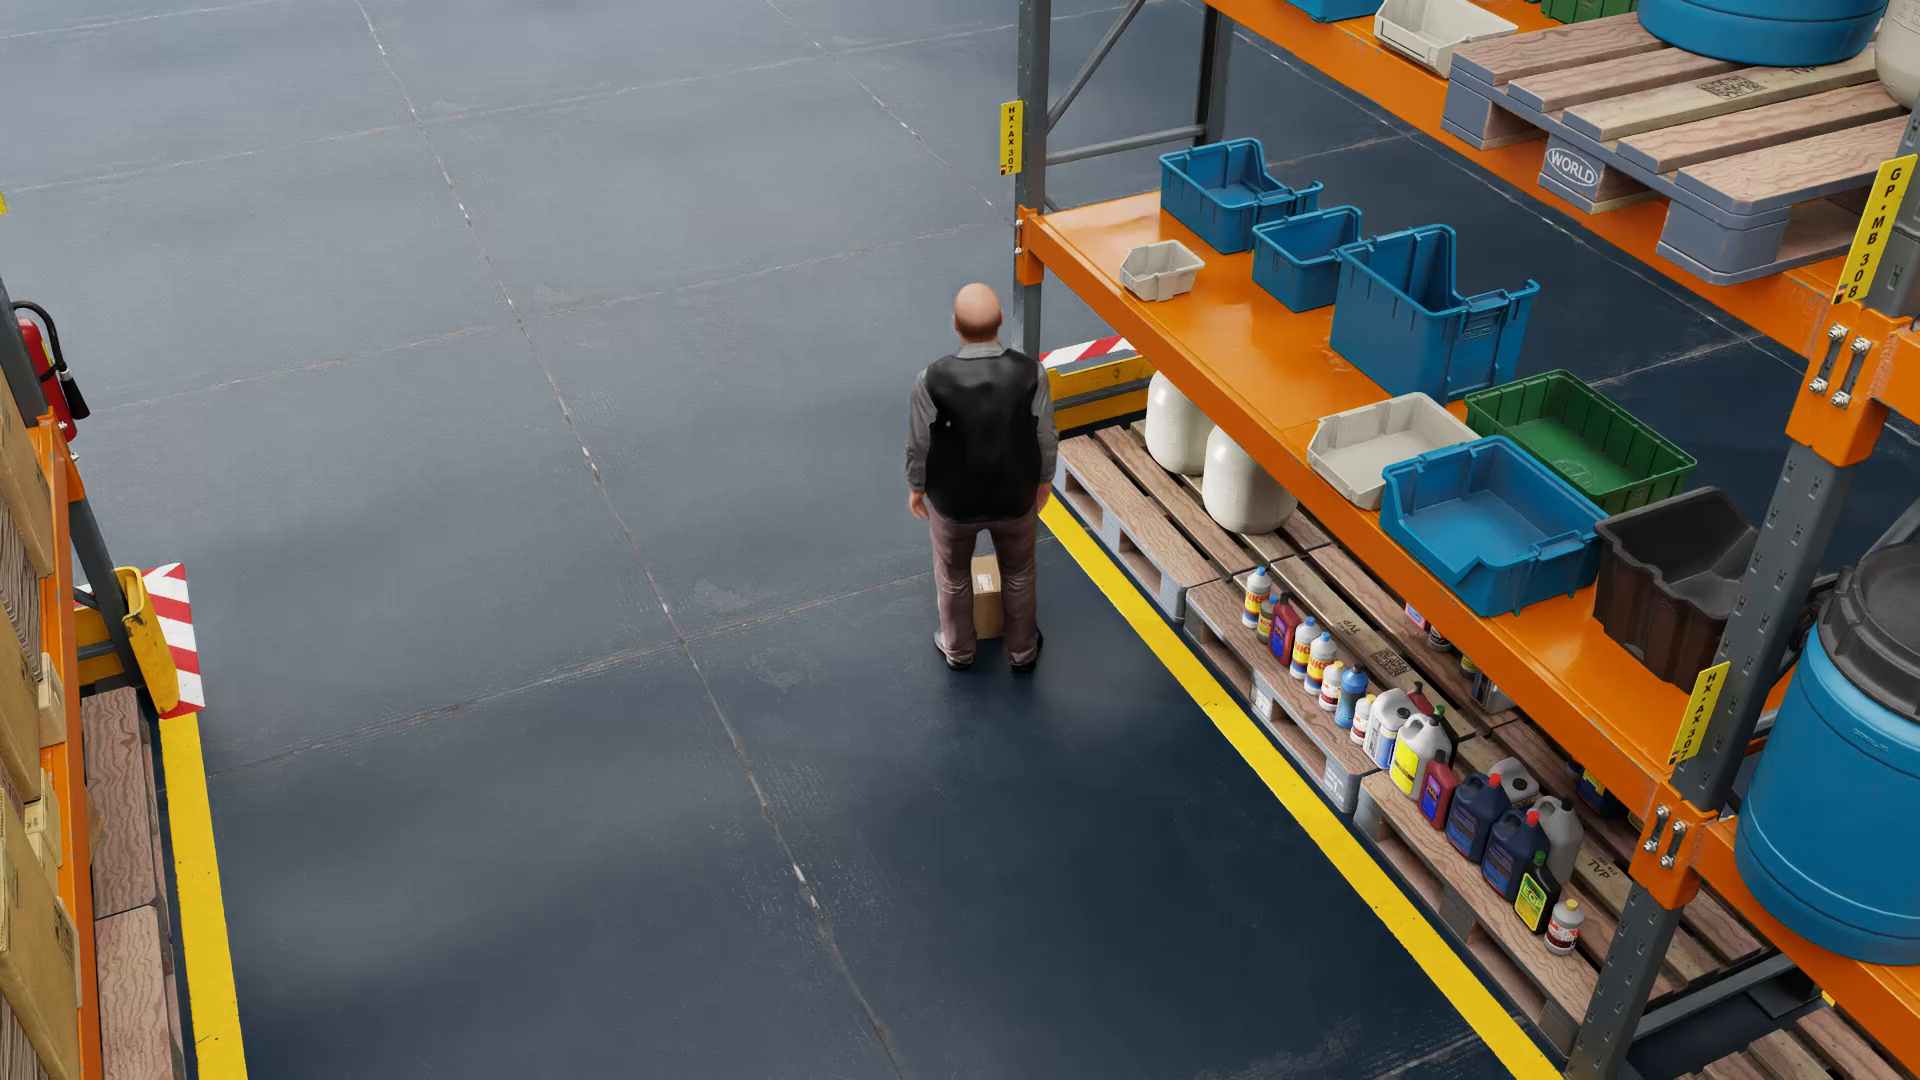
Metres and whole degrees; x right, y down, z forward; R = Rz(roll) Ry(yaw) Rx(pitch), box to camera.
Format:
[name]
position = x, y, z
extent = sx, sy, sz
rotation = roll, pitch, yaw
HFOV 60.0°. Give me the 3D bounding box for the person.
[person]
position = 0.084, -0.185, 6.415
extent = 0.580, 1.722, 0.460
rotation = -4, 37, -5
